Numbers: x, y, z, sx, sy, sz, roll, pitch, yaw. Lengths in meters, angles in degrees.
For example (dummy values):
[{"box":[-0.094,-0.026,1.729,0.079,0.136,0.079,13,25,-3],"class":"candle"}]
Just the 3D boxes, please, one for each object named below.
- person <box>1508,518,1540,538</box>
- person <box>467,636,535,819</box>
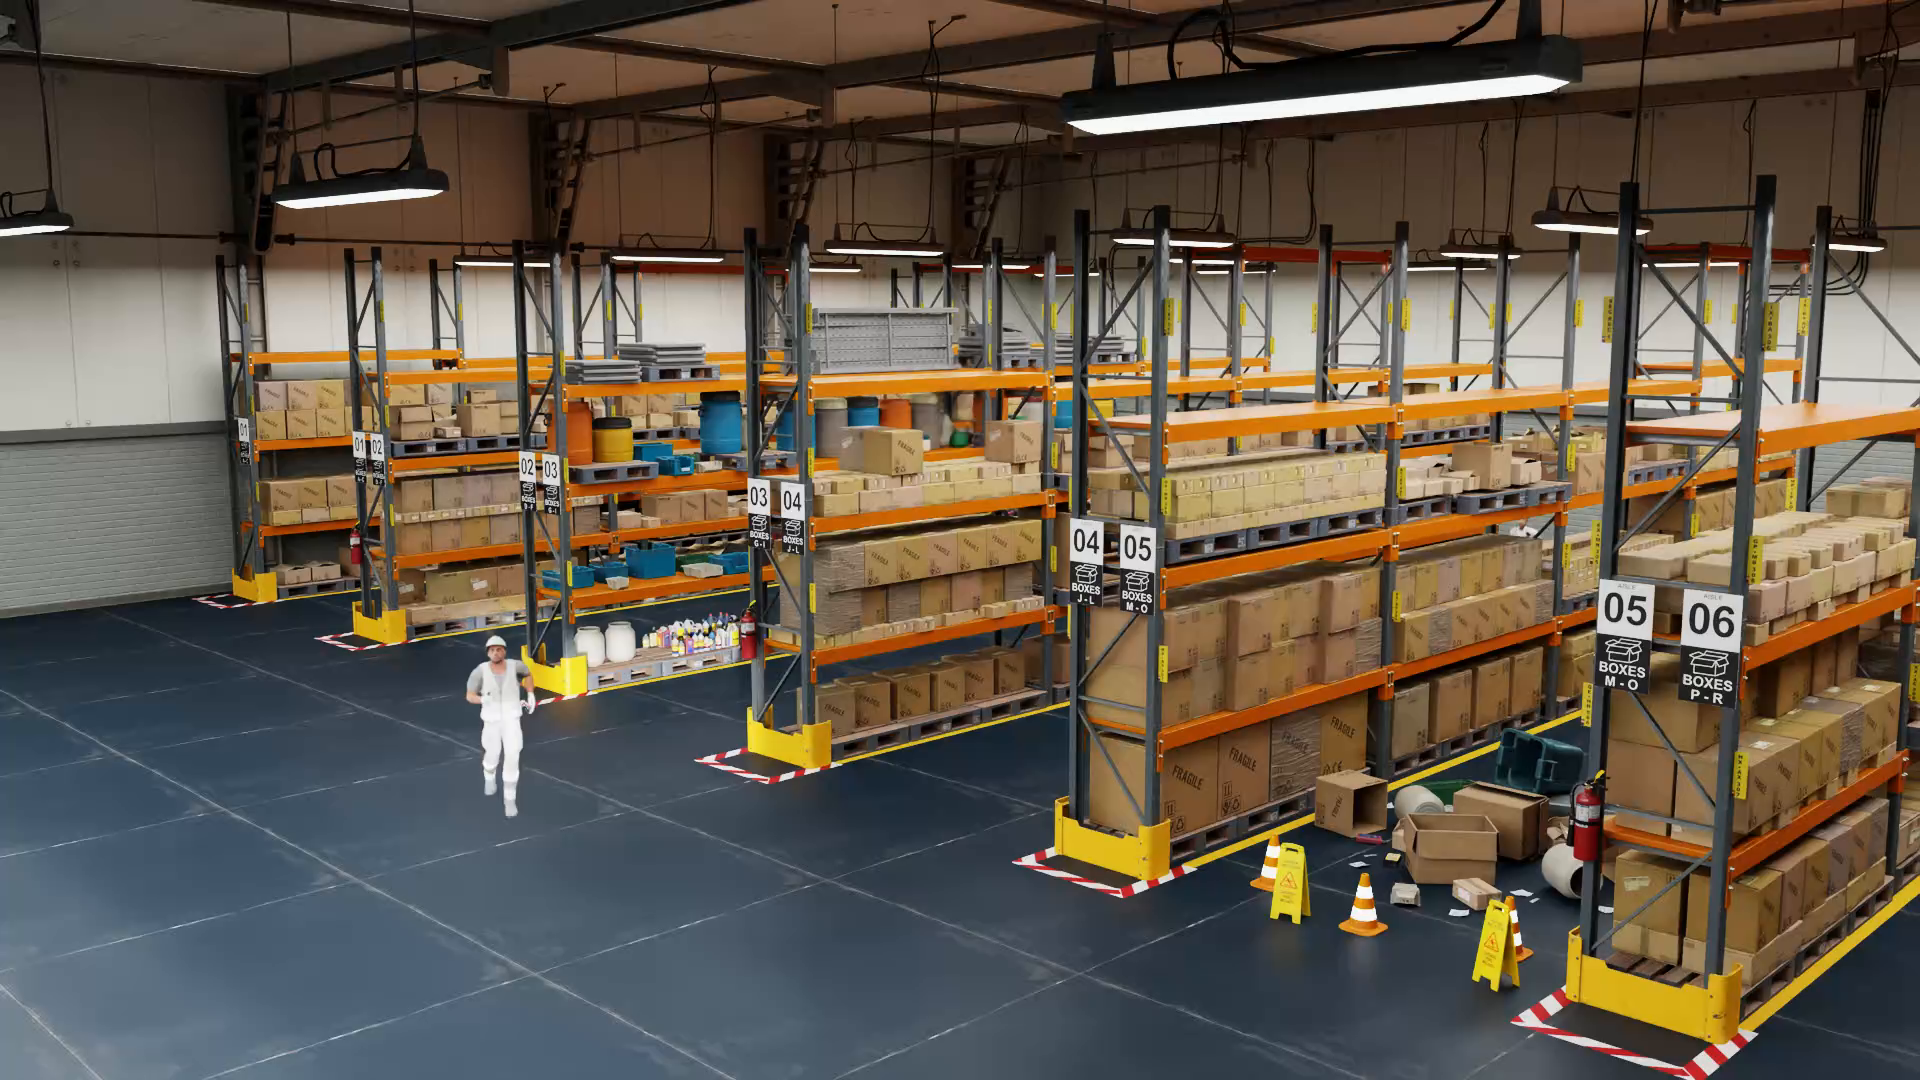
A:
[{"box":[9.589,0.330,28.422,0.626,1.666,0.536,6,10,38],"class":"person"},{"box":[-4.719,1.863,17.129,0.674,1.826,0.938,-2,8,-16],"class":"person"}]
